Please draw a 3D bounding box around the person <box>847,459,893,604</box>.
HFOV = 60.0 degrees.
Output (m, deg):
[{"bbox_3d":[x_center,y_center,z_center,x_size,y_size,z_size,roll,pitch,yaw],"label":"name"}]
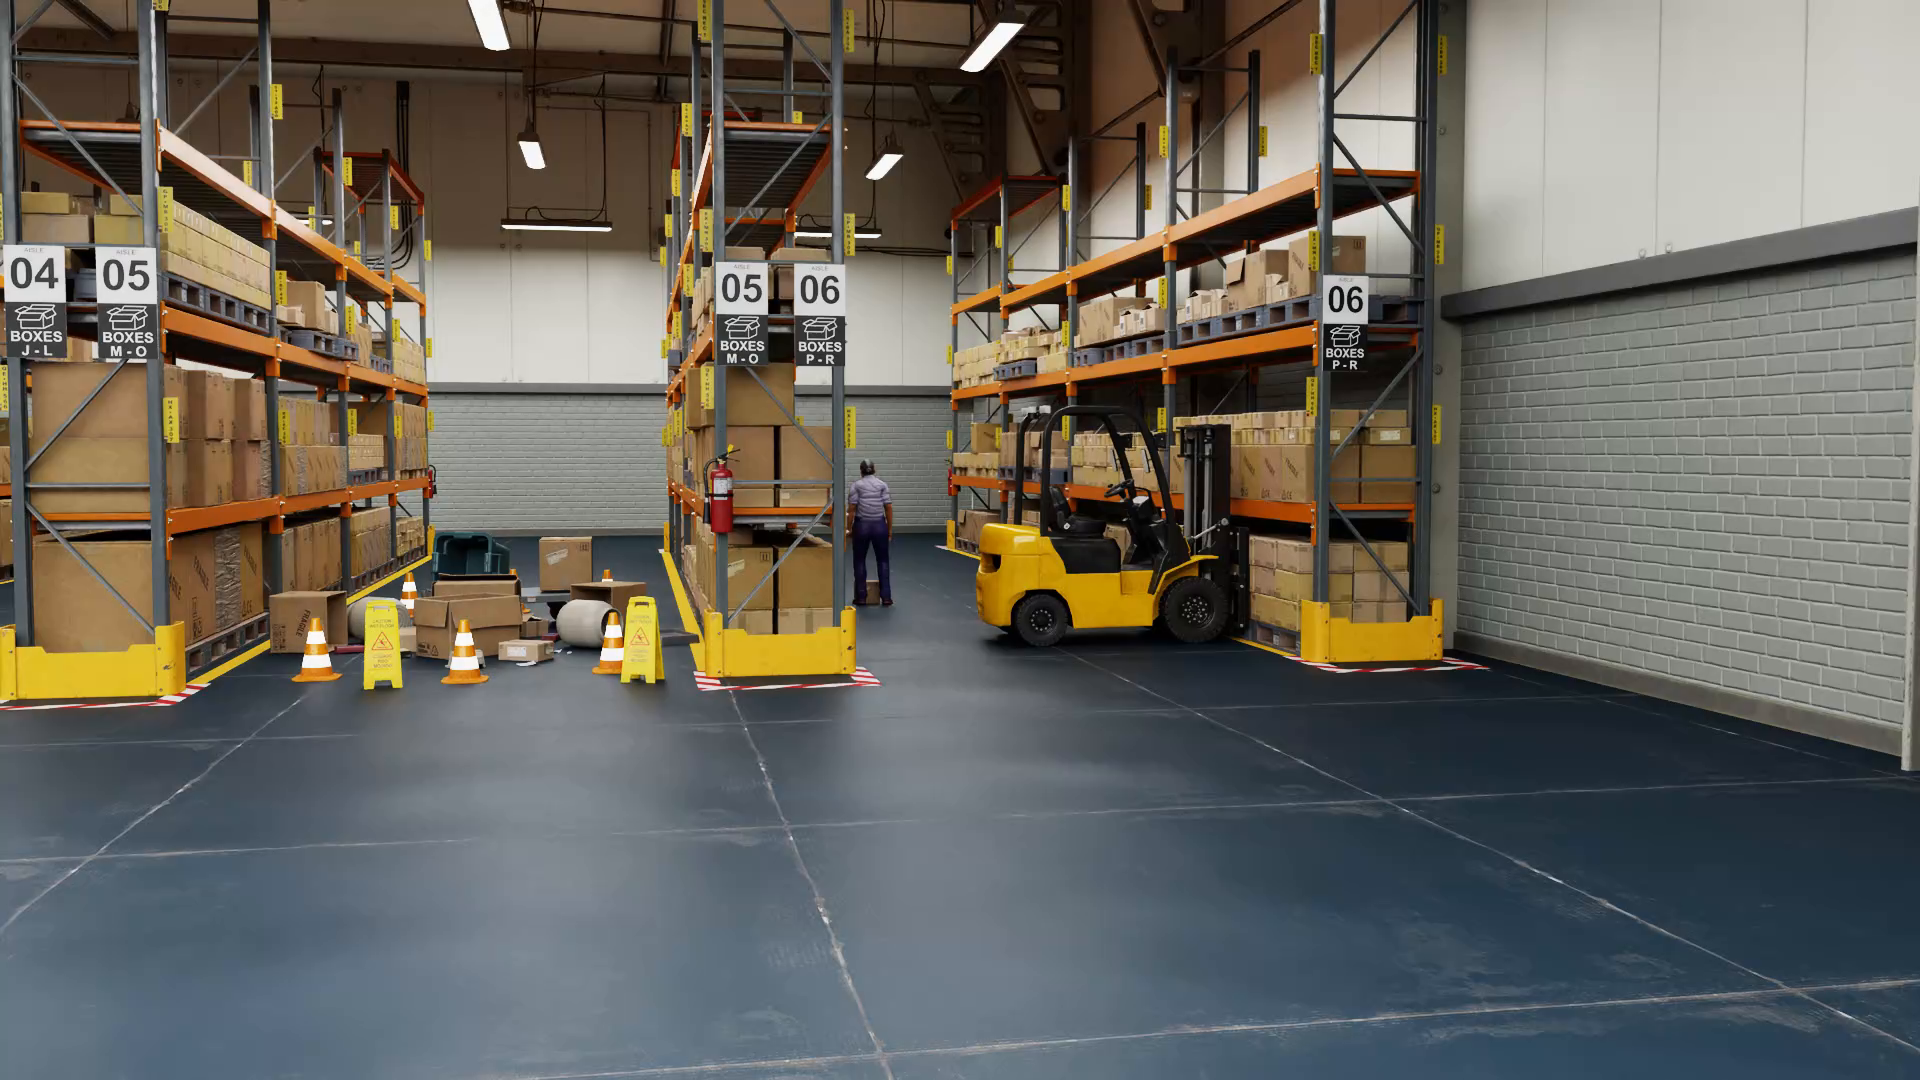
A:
[{"bbox_3d":[-1.019,-0.092,18.894,0.541,1.652,0.413,-1,3,-11],"label":"person"}]
